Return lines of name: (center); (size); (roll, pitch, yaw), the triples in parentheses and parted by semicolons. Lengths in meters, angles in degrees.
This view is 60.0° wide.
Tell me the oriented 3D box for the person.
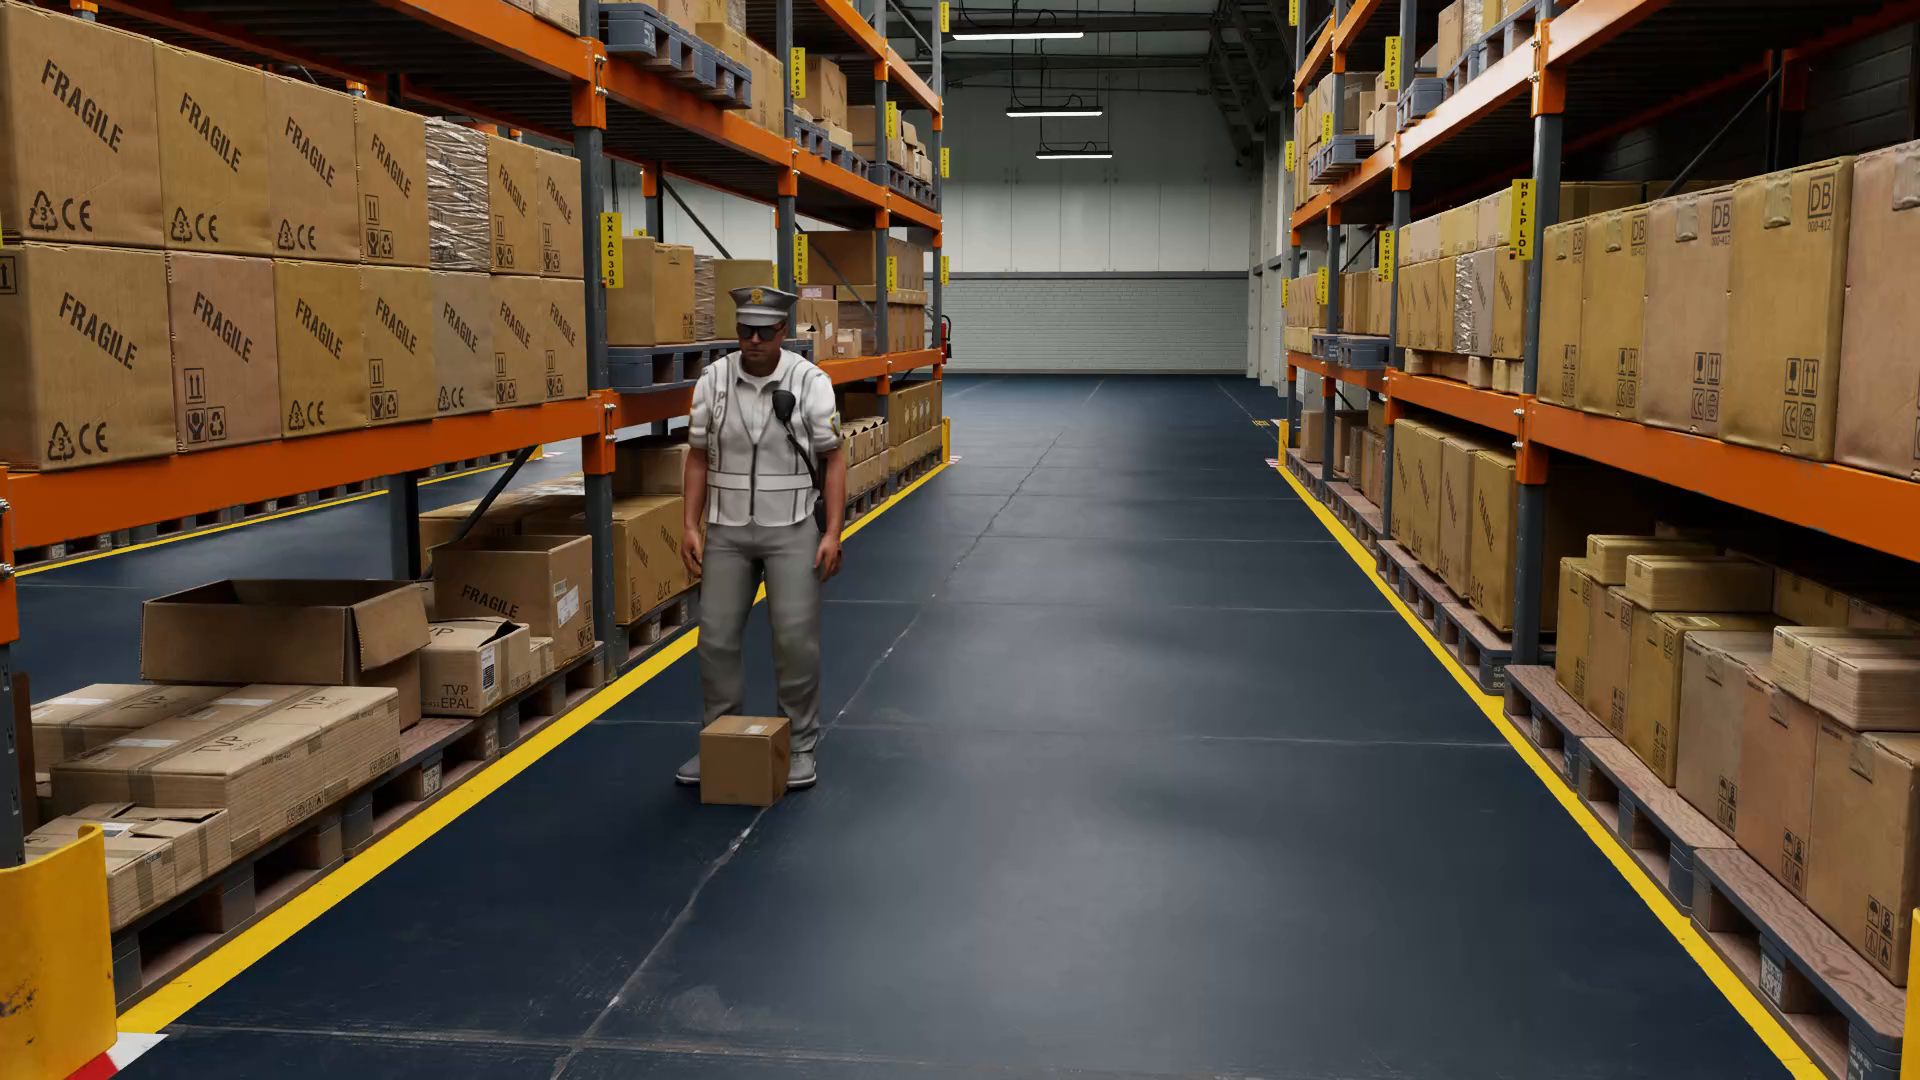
person: (-0.699, -0.019, 5.912); (0.590, 1.746, 0.436); (1, 8, 7)
